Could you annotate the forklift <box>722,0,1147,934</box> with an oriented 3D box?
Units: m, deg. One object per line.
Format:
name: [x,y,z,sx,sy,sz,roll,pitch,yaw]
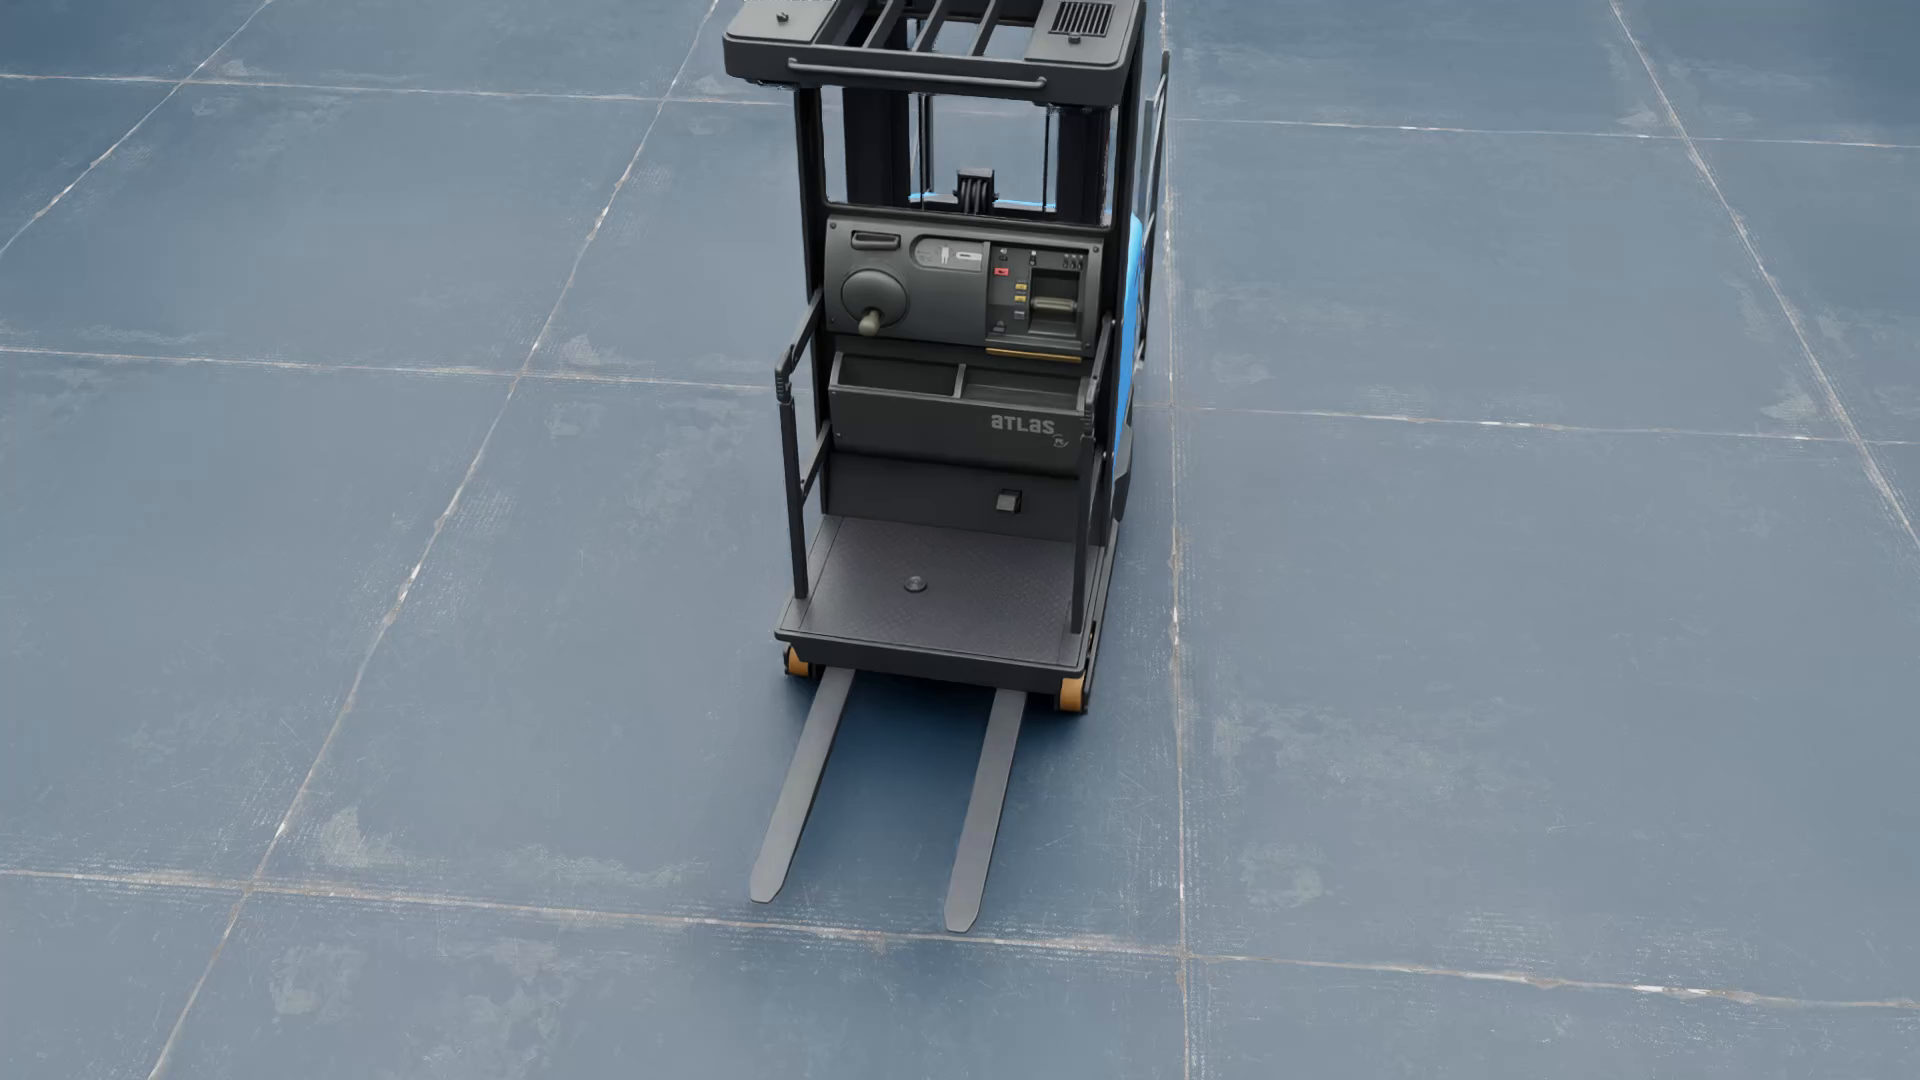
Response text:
forklift: [-0.032,-0.770,5.374,1.130,2.935,3.031,7,40,8]

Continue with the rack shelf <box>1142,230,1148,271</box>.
rack shelf: [0.302,-1.222,7.349,1.000,0.185,0.538,9,40,11]

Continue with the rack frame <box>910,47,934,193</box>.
rack frame: [-0.192,-1.437,7.328,0.032,1.500,0.500,9,40,11]

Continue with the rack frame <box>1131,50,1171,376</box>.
rack frame: [0.796,-1.286,7.142,0.032,1.500,0.500,9,40,11]

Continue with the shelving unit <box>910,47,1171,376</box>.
shelving unit: [0.302,-1.362,7.235,1.048,1.500,0.538,9,40,11]
